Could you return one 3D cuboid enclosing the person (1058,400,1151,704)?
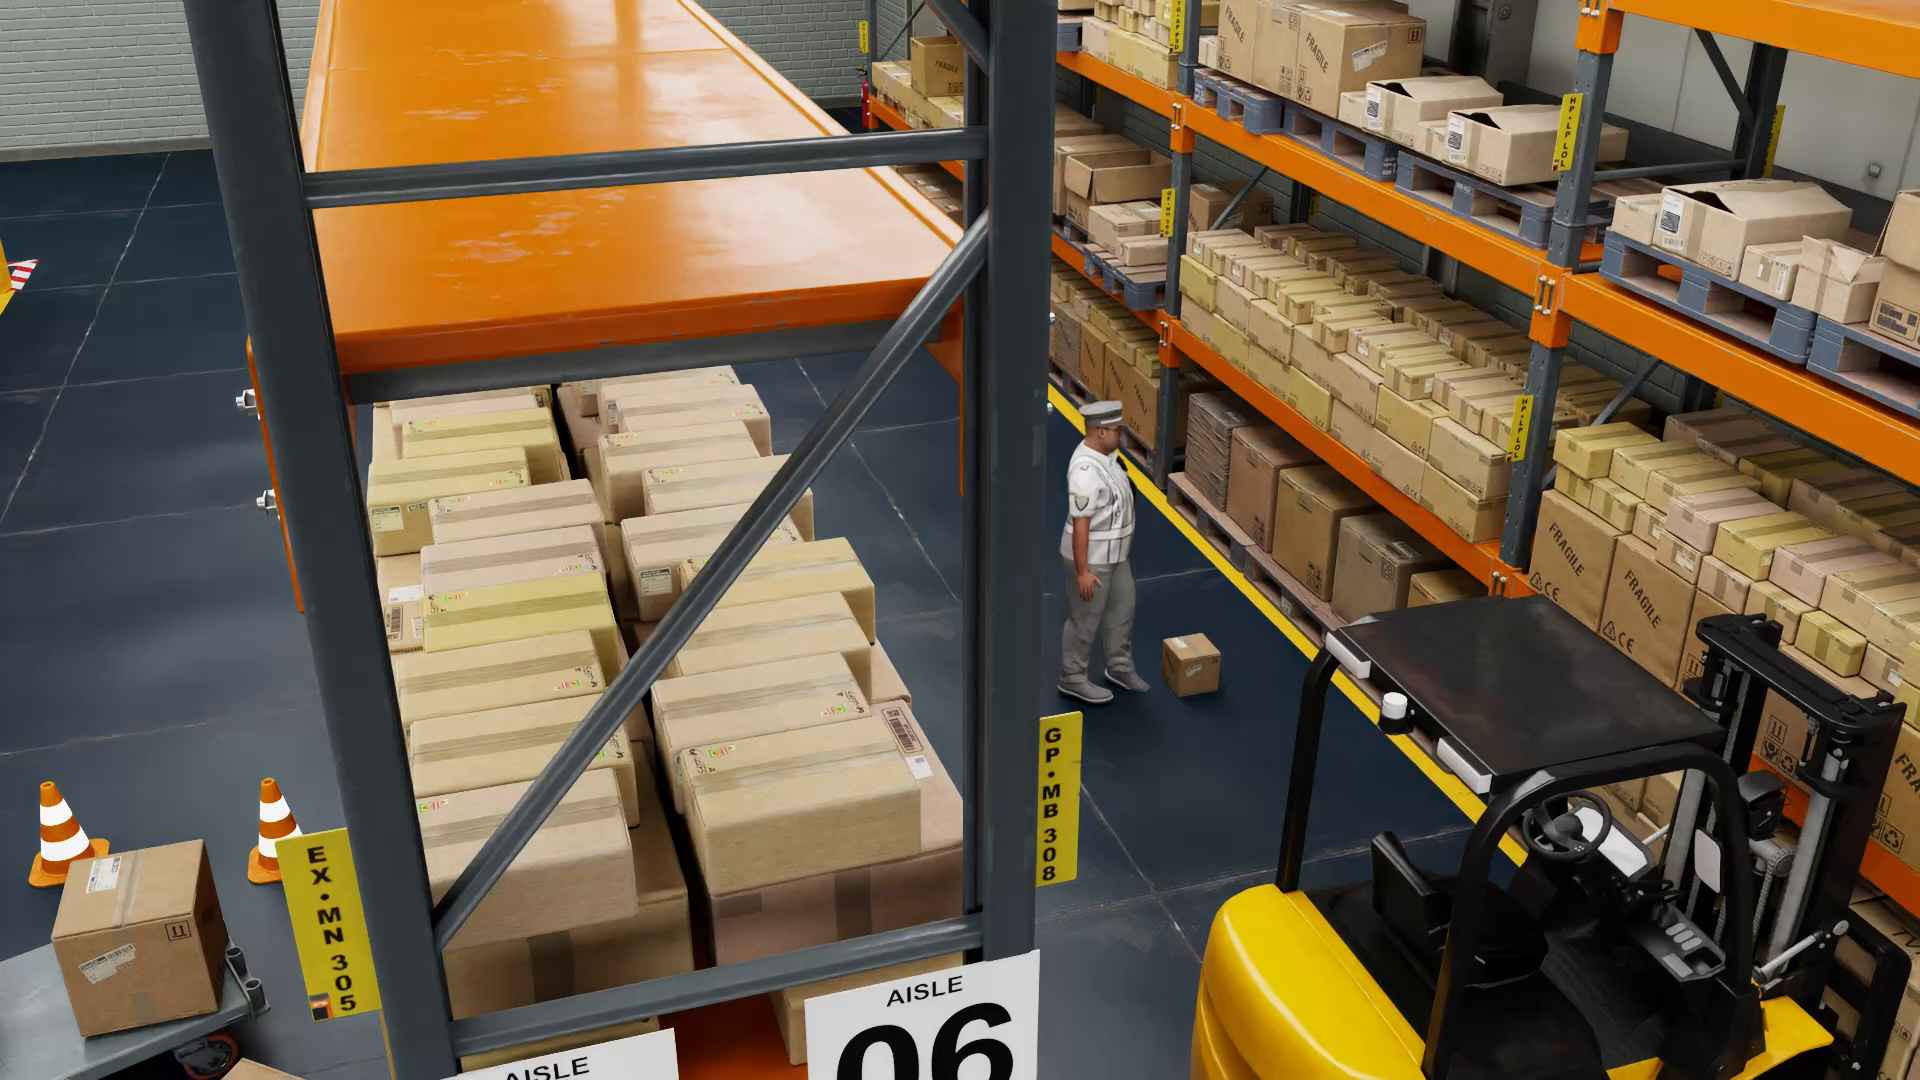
[{"bbox_3d":[0.838,0.121,9.171,0.535,1.820,0.575,8,27,15],"label":"person"}]
